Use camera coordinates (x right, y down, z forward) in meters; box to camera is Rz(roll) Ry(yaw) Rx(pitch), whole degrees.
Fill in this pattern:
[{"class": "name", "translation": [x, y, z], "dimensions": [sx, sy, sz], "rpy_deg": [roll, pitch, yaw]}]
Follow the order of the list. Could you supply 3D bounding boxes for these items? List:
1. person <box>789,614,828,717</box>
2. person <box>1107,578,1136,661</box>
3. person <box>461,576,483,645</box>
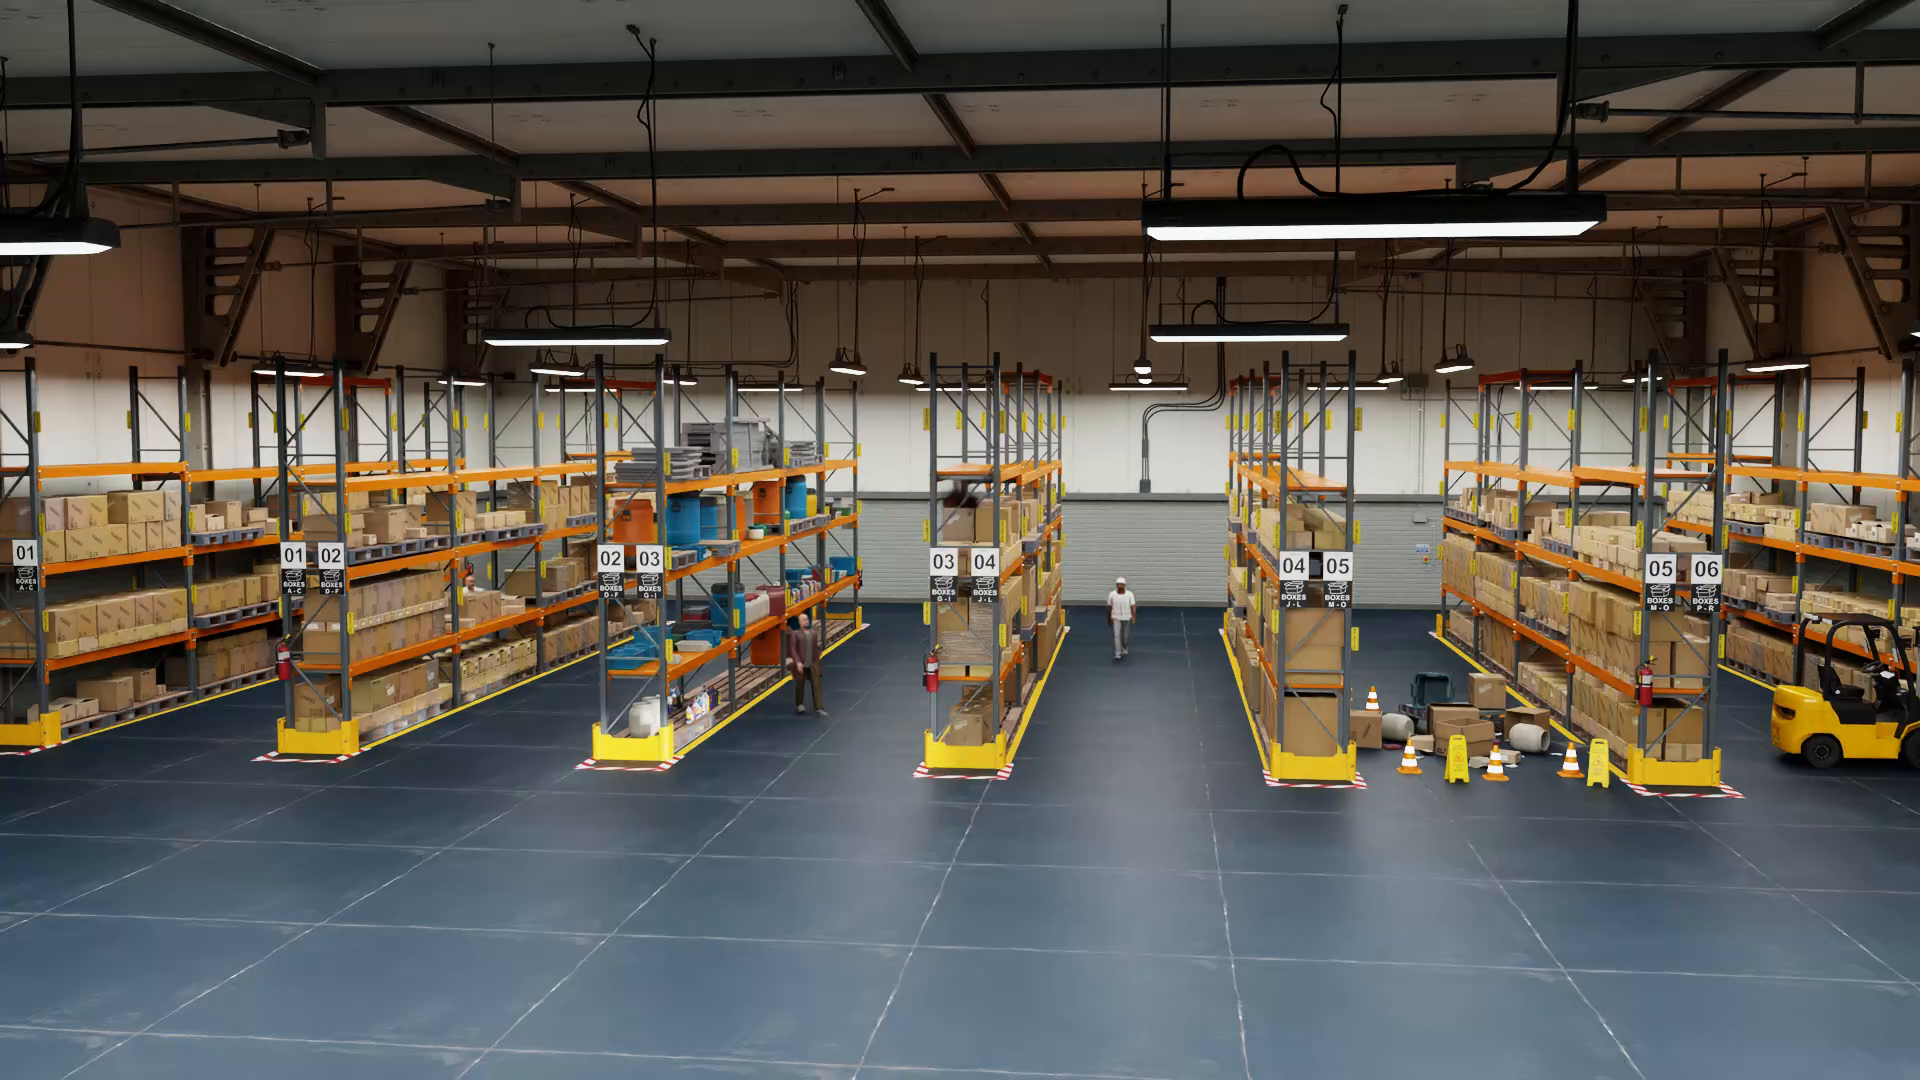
[{"class": "person", "translation": [-2.607, 2.120, 28.307], "dimensions": [0.608, 1.706, 1.113], "rpy_deg": [-1, 4, -19]}, {"class": "person", "translation": [3.415, 1.660, 35.160], "dimensions": [0.590, 1.732, 1.029], "rpy_deg": [0, 4, 2]}, {"class": "person", "translation": [-10.446, 1.668, 35.455], "dimensions": [0.759, 1.814, 0.935], "rpy_deg": [1, 4, 7]}]
